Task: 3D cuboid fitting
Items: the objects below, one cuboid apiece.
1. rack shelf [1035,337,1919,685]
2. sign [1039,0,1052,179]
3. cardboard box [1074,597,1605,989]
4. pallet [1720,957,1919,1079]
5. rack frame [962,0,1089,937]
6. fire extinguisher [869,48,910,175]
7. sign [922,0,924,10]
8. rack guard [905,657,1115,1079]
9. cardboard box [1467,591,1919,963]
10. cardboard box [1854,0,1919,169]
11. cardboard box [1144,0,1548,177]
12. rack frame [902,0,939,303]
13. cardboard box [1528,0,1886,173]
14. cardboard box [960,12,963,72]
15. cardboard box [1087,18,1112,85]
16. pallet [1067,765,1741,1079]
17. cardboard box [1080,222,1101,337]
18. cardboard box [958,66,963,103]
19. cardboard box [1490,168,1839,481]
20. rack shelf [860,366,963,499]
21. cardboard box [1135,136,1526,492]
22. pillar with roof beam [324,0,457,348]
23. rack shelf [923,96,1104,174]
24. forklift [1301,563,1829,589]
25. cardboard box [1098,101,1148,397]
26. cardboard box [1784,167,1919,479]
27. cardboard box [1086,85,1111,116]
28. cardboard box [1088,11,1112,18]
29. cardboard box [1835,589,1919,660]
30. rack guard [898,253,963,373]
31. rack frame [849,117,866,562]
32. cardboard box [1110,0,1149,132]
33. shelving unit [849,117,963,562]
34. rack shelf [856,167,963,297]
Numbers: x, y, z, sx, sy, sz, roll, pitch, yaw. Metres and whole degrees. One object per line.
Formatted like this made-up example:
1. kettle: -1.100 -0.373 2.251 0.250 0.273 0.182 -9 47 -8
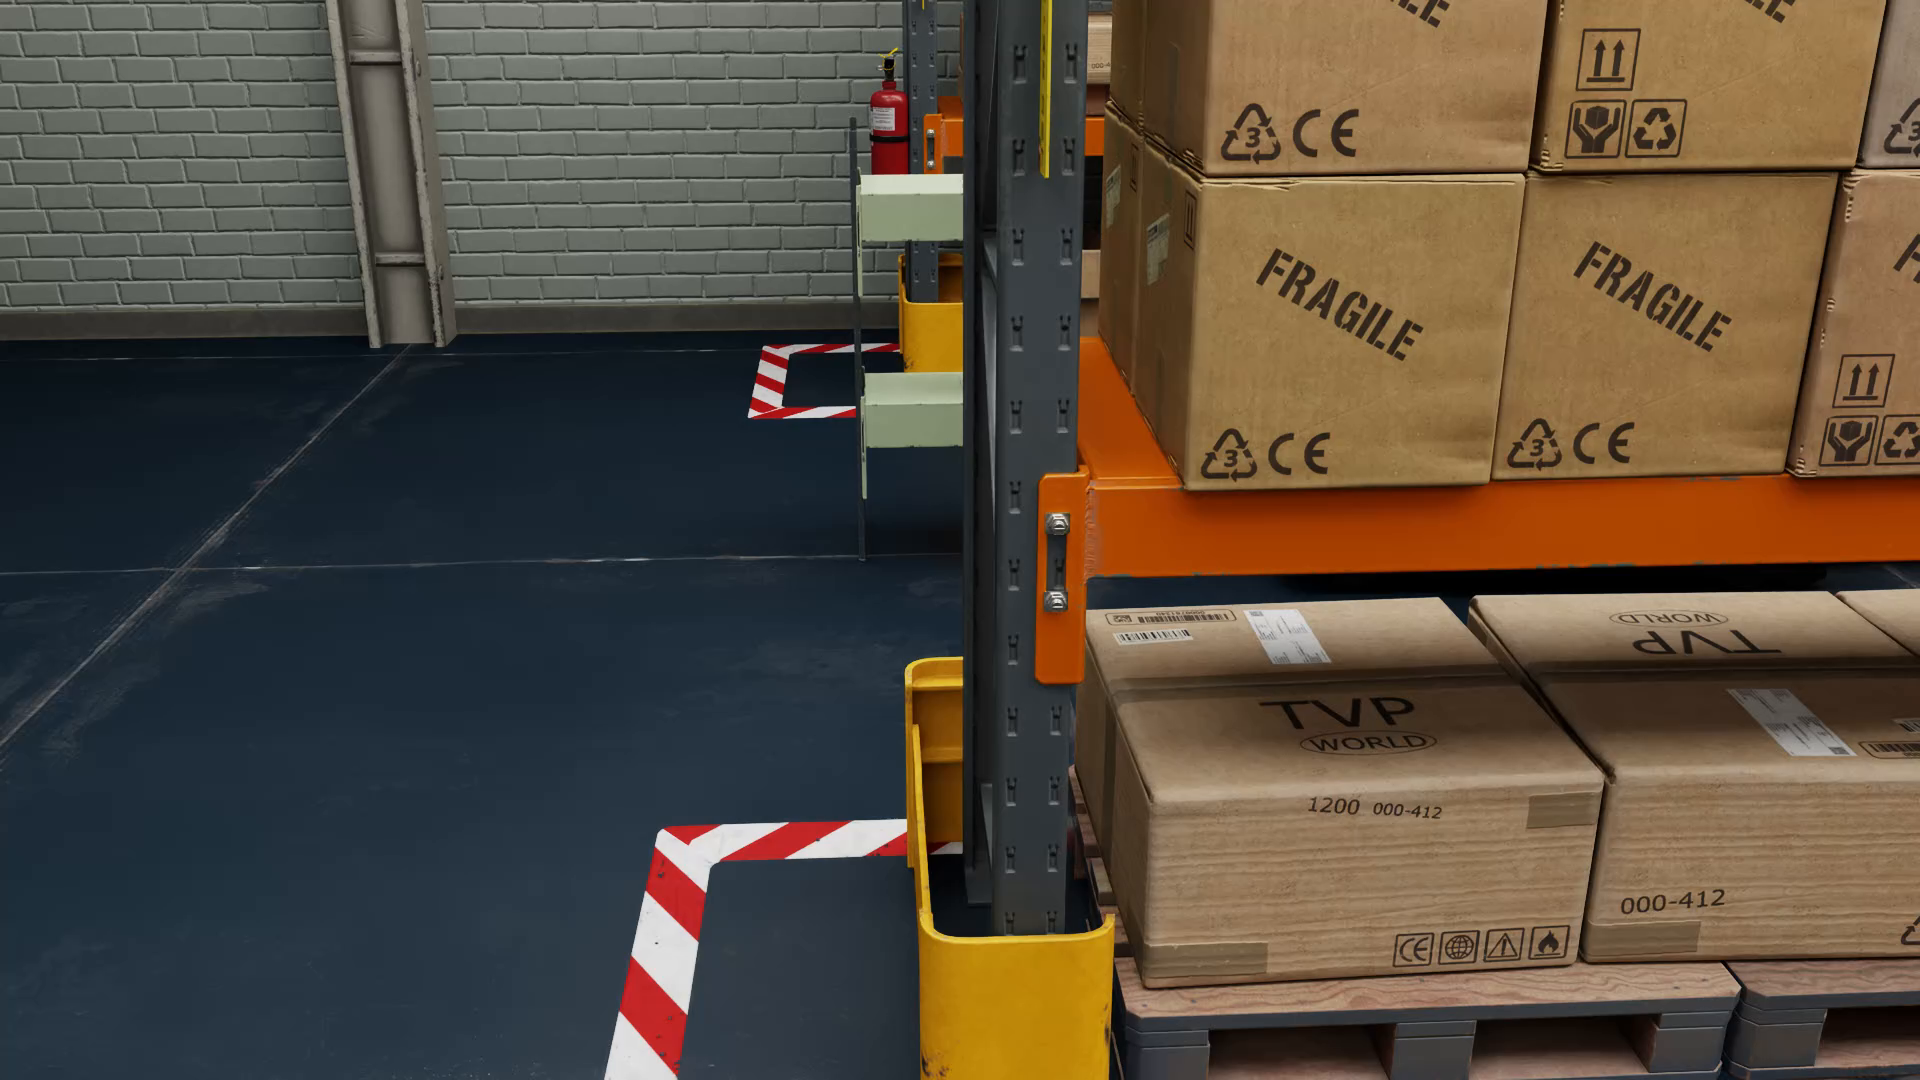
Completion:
1. rack shelf: 2.094 -0.152 3.315 4.000 0.370 1.077 -1 21 -3
2. sign: 0.123 -0.692 2.394 0.005 0.325 0.100 -1 21 -3
3. cardboard box: 0.751 0.505 3.590 0.875 0.438 0.875 -2 21 -5
4. pallet: 2.106 0.788 3.755 1.213 0.211 1.003 -1 21 -3
5. rack frame: 0.097 -0.448 3.081 0.127 3.000 1.000 -1 21 -3
6. fire extinguisher: -0.310 -1.833 7.353 0.183 0.674 0.296 -1 21 -3
7. sign: -0.159 -2.423 7.052 0.005 0.325 0.100 -1 21 -3
8. rack guard: 0.073 0.721 3.524 0.348 0.500 1.175 -1 21 -3
9. cardboard box: 1.664 0.483 3.647 0.875 0.438 0.875 -1 21 -2
10. cardboard box: 1.622 -0.896 2.714 0.500 0.500 0.500 -1 21 -3
11. cardboard box: 0.593 -0.870 2.645 0.500 0.500 0.500 -2 21 -4
12. rack frame: -0.190 -2.211 7.712 0.127 3.000 1.000 -1 21 -3
13. cardboard box: 1.108 -0.883 2.679 0.500 0.500 0.500 -2 21 -5
14. cardboard box: 0.254 -2.383 7.958 0.500 0.250 0.500 -1 21 -1
15. cardboard box: 0.782 -2.203 7.486 0.500 0.250 0.500 -1 21 -2
16. pallet: 0.891 0.812 3.693 1.213 0.211 1.003 -1 21 -3
17. cardboard box: 0.426 -1.219 8.025 0.637 0.503 0.797 -2 21 -5
18. cardboard box: 0.126 -2.195 8.025 0.250 0.149 0.380 -1 21 -4
19. cardboard box: 1.096 -0.422 2.874 0.500 0.500 0.500 -1 21 -4
20. rack shelf: 0.007 -0.396 5.970 0.720 0.370 0.431 -1 21 -3
21. cardboard box: 0.593 -0.402 2.821 0.500 0.500 0.500 -1 21 -3
22. pillar with roof beam: -2.687 -3.751 3.325 0.400 9.000 9.100 -1 21 -3
23. rack shelf: 1.807 -1.915 7.947 4.000 0.370 1.077 -1 21 -3
24. forklift: 2.568 -1.392 5.658 3.031 2.935 1.130 -1 21 -2
25. cardboard box: 0.564 -0.598 3.336 0.500 0.500 0.500 -1 21 -3
26. cardboard box: 1.605 -0.426 2.884 0.500 0.500 0.500 -1 21 -3
27. cardboard box: 0.666 -2.042 7.621 0.250 0.149 0.380 -1 21 -4
28. cardboard box: 0.769 -2.393 7.984 0.500 0.250 0.500 -1 21 -3
29. cardboard box: 2.564 0.465 3.694 0.875 0.438 0.875 -2 21 -5
30. rack guard: -0.114 -1.044 8.161 0.348 0.500 1.175 -1 21 -3
31. rack frame: -0.359 -0.694 5.835 0.023 1.500 0.400 -1 21 -3
32. cardboard box: 0.565 -1.056 3.133 0.500 0.500 0.500 0 21 -1
33. shelving unit: 0.007 -0.701 5.854 0.755 1.500 0.431 -1 21 -3
34. rack shelf: 0.007 -1.066 5.716 0.720 0.370 0.431 -1 21 -3
